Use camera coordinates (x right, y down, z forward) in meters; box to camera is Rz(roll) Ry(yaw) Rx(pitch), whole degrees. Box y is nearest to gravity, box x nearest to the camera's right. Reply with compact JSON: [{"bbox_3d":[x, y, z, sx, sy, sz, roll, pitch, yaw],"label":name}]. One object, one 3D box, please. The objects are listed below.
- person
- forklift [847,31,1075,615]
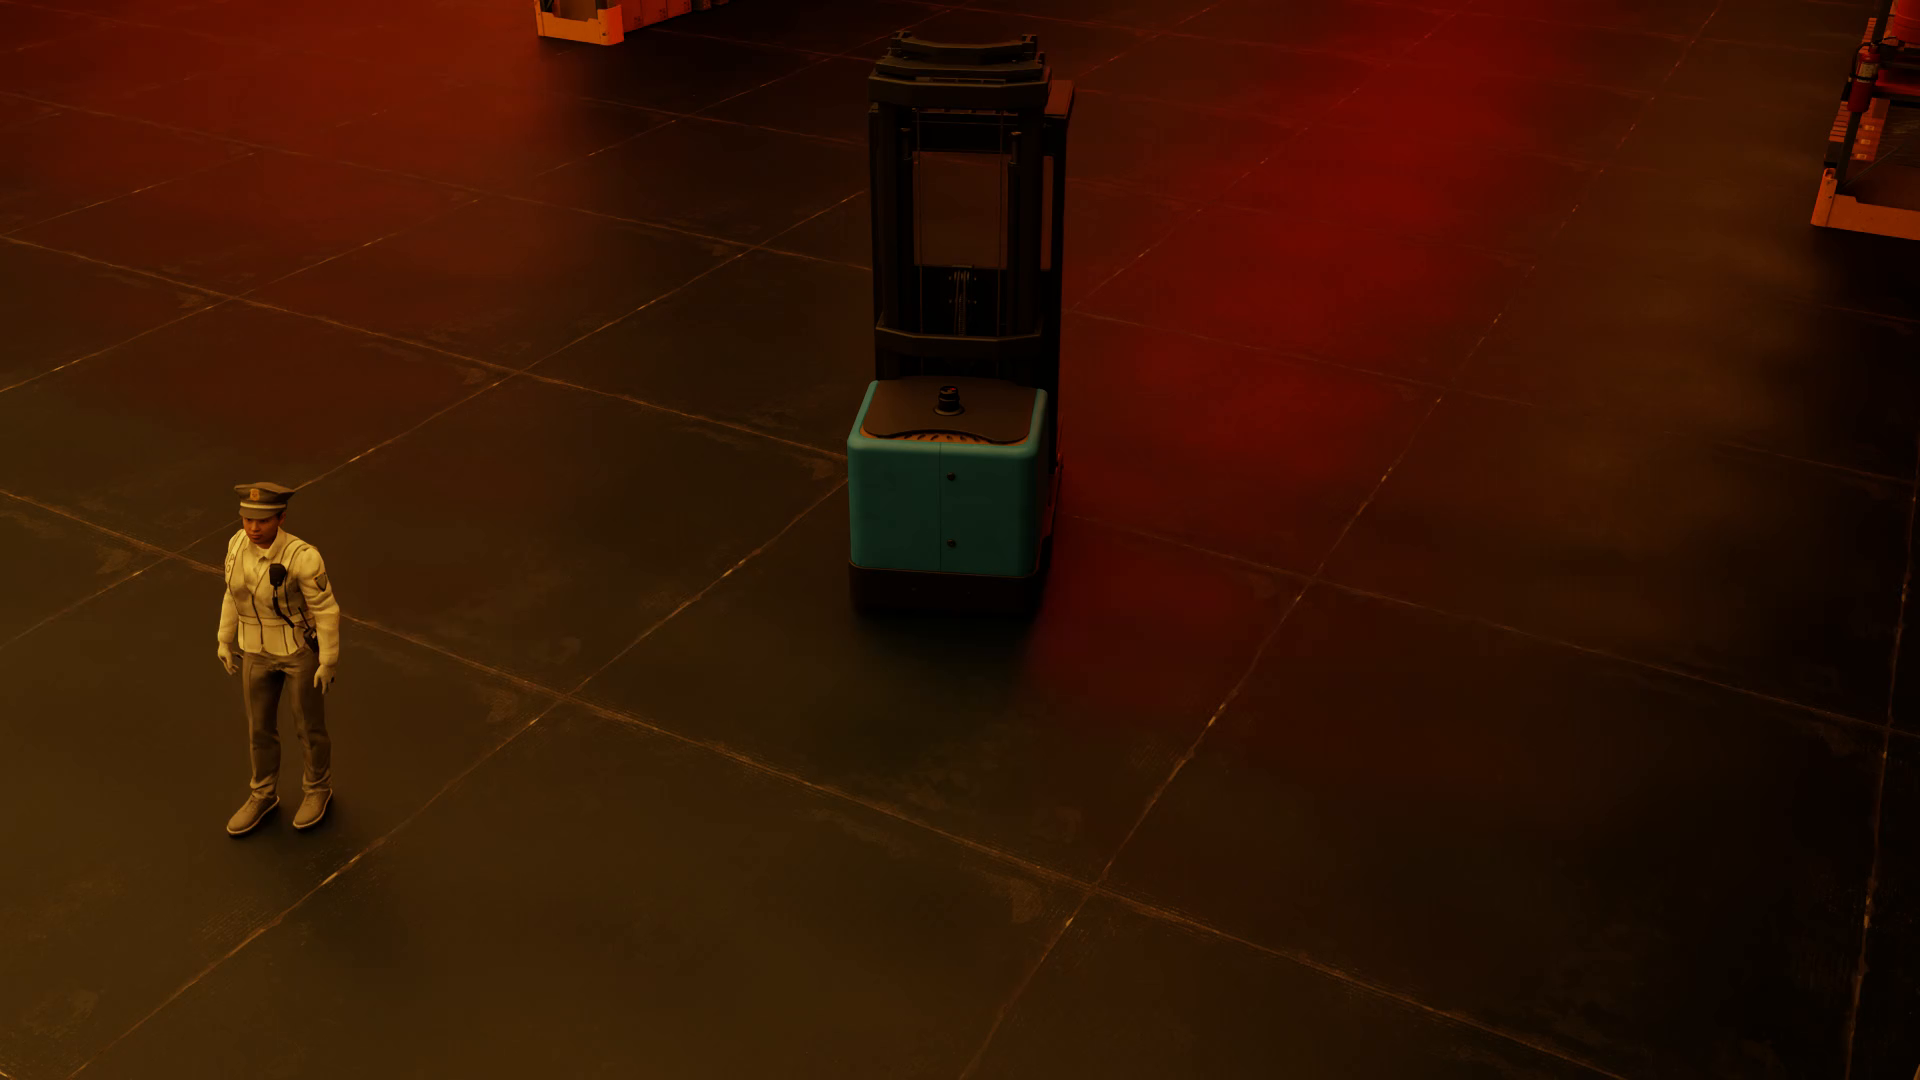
[{"bbox_3d":[-3.044,0.528,7.378,0.588,1.694,0.530,7,31,12],"label":"person"},{"bbox_3d":[0.072,-1.572,9.794,1.130,2.935,3.031,3,30,6],"label":"forklift"}]
